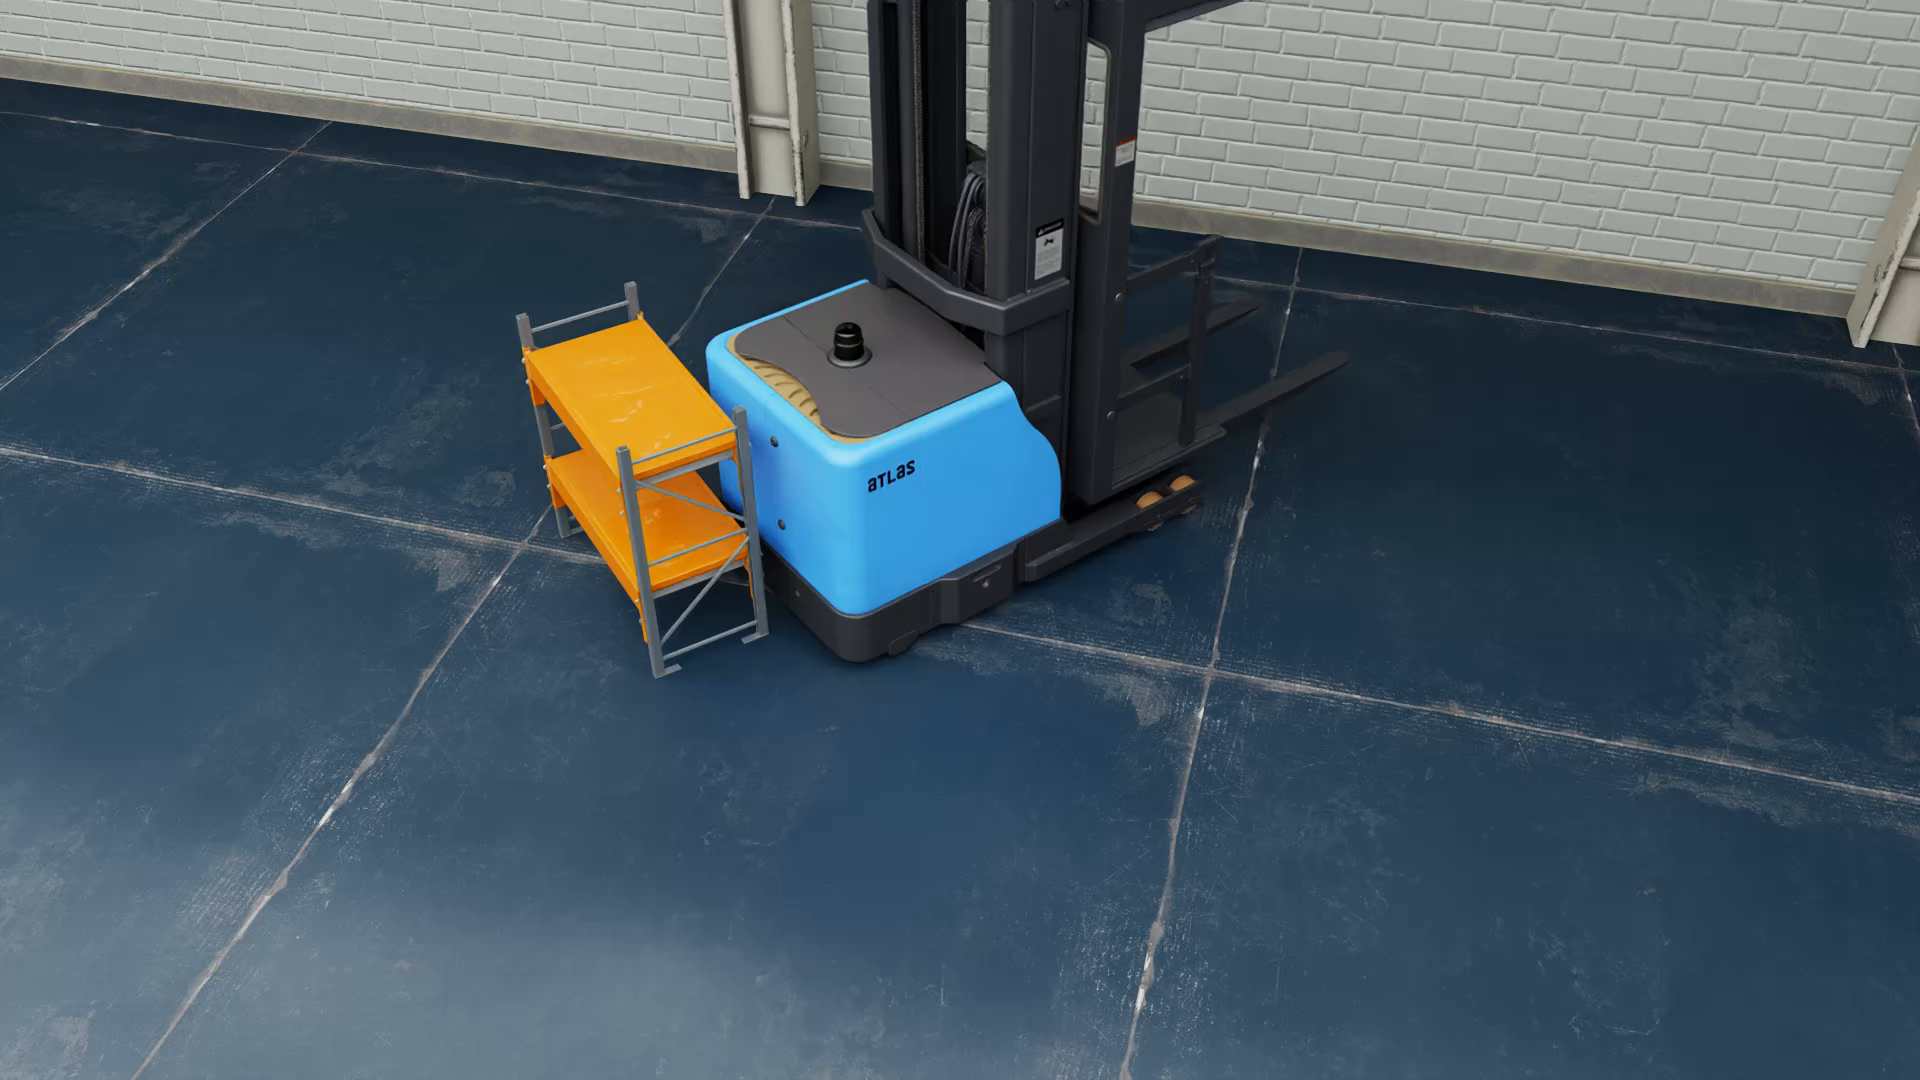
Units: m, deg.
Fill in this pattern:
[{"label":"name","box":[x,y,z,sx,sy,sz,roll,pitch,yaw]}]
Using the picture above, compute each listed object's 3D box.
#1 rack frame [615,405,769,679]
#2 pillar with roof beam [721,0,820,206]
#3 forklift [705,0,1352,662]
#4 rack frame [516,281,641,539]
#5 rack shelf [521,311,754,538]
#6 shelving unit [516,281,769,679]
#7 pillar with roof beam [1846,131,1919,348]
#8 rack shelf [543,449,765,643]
[{"label":"rack frame","box":[-1.001,0.029,6.340,0.500,1.125,0.032,-21,45,-24]},{"label":"pillar with roof beam","box":[-2.154,-2.812,3.601,0.400,9.000,9.100,10,41,11]},{"label":"forklift","box":[0.466,-1.413,6.654,3.031,2.935,1.130,-26,46,-27]},{"label":"rack frame","box":[-1.531,-0.528,7.005,0.500,1.125,0.032,-21,45,-24]},{"label":"rack shelf","box":[-1.266,-0.474,6.484,0.538,0.278,1.000,-21,45,-24]},{"label":"shelving unit","box":[-1.266,-0.249,6.672,0.538,1.125,1.048,-21,45,-24]},{"label":"pillar with roof beam","box":[3.642,-1.814,2.413,0.400,9.000,9.100,10,41,11]},{"label":"rack shelf","box":[-1.266,-0.062,6.830,0.538,0.278,1.000,-21,45,-24]}]
